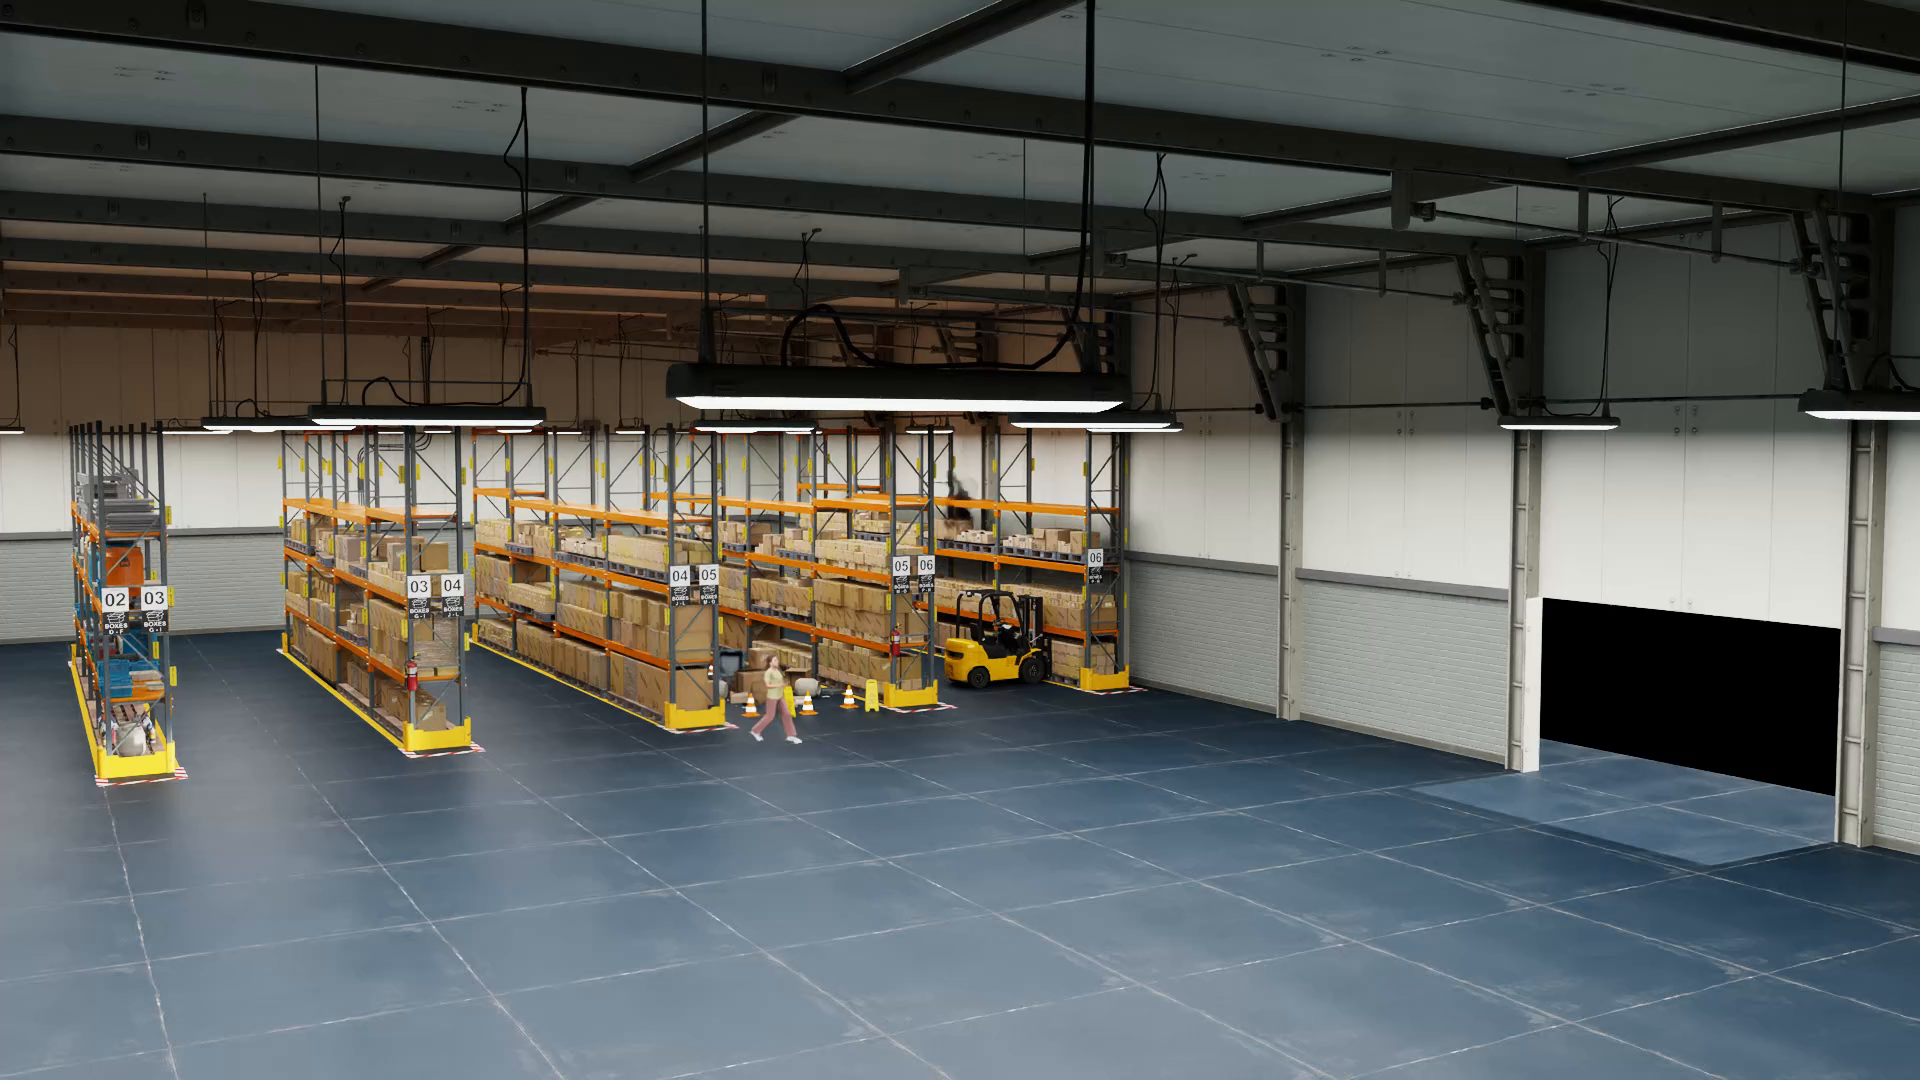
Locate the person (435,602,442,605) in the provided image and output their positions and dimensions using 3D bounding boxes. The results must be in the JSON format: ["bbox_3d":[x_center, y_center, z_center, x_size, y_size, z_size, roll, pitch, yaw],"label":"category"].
[{"bbox_3d":[-14.458,2.085,45.489,0.769,1.684,0.664,0,4,-4],"label":"person"}]

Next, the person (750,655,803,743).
[{"bbox_3d":[-3.431,2.954,30.995,1.021,1.645,0.581,1,4,23],"label":"person"}]
